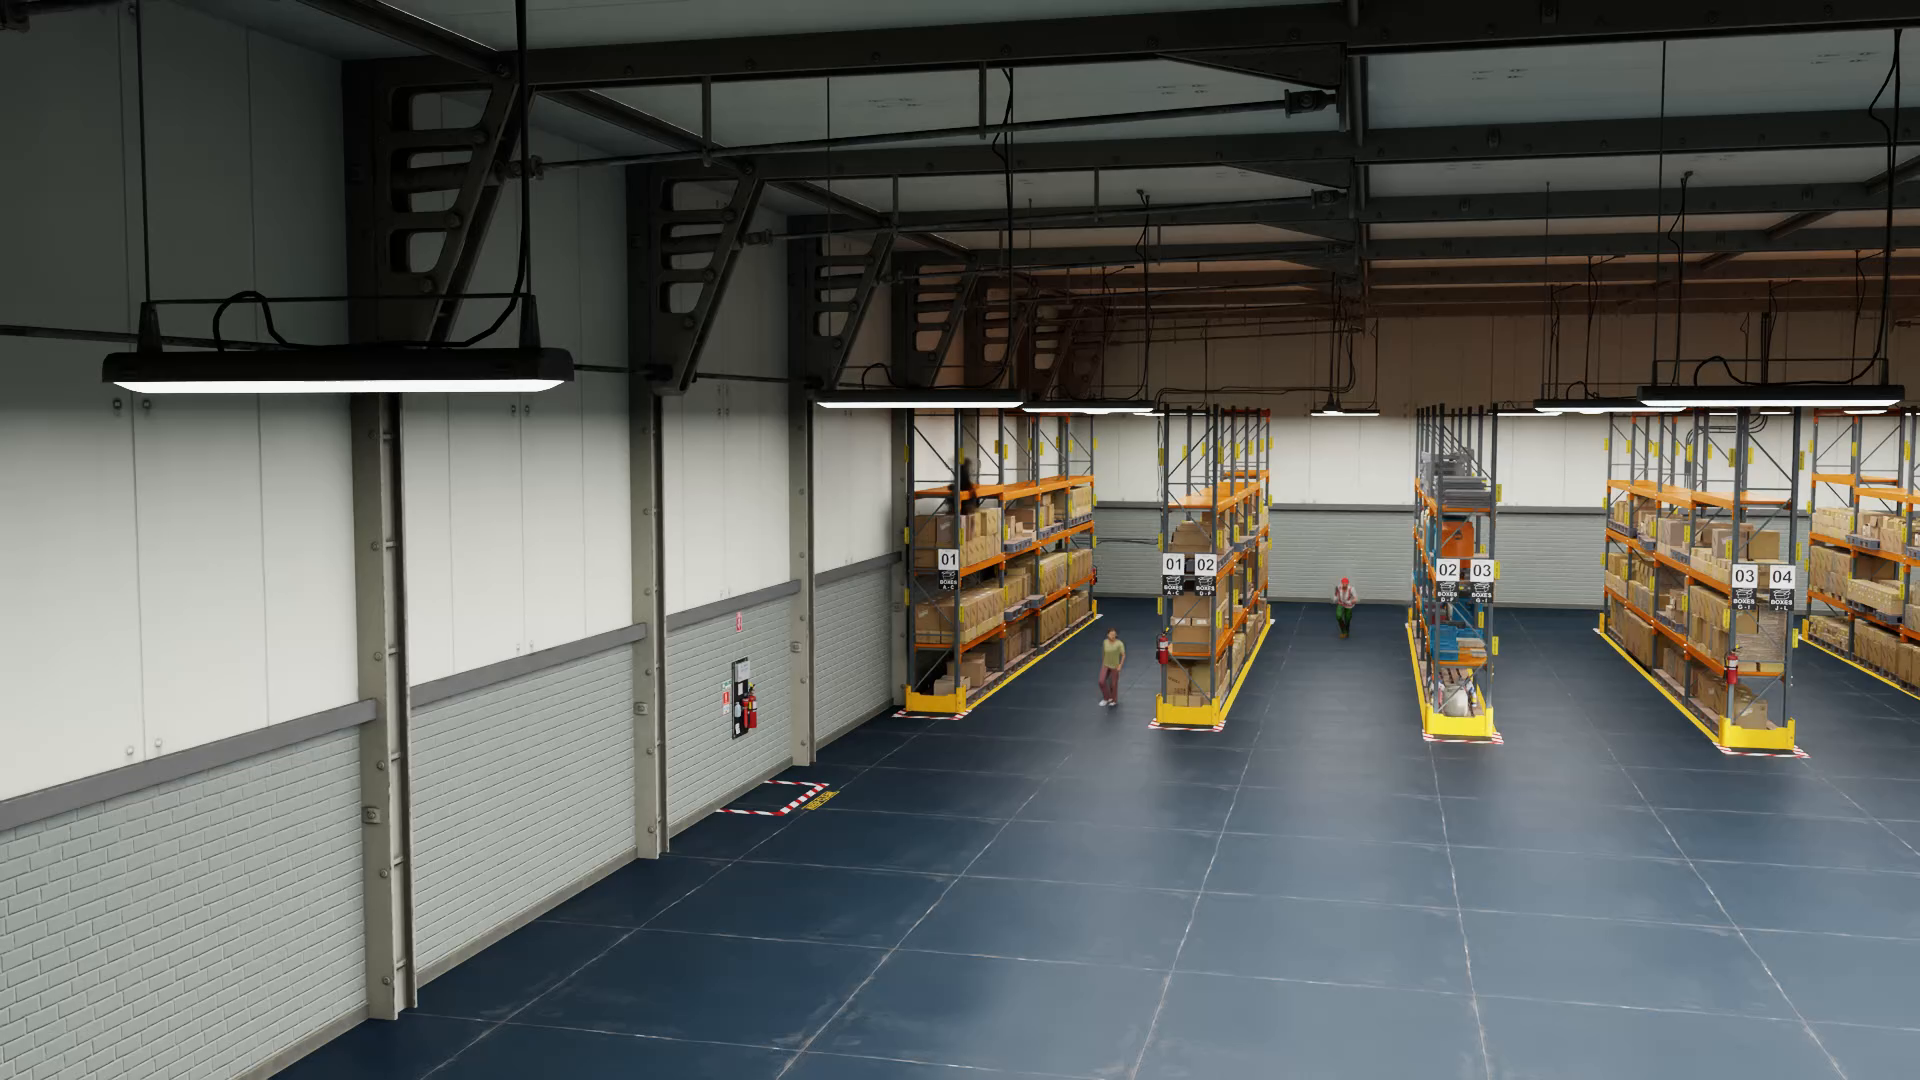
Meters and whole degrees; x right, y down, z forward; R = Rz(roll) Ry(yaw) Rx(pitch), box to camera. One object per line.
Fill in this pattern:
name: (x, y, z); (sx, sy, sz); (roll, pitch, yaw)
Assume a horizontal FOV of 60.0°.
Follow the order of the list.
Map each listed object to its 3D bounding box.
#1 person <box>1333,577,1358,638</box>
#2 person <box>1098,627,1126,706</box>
person: (10.068, 1.739, 43.418); (0.706, 1.594, 1.113); (2, 5, 24)
person: (3.024, 2.505, 32.881); (0.560, 1.610, 0.705); (1, 4, 19)
